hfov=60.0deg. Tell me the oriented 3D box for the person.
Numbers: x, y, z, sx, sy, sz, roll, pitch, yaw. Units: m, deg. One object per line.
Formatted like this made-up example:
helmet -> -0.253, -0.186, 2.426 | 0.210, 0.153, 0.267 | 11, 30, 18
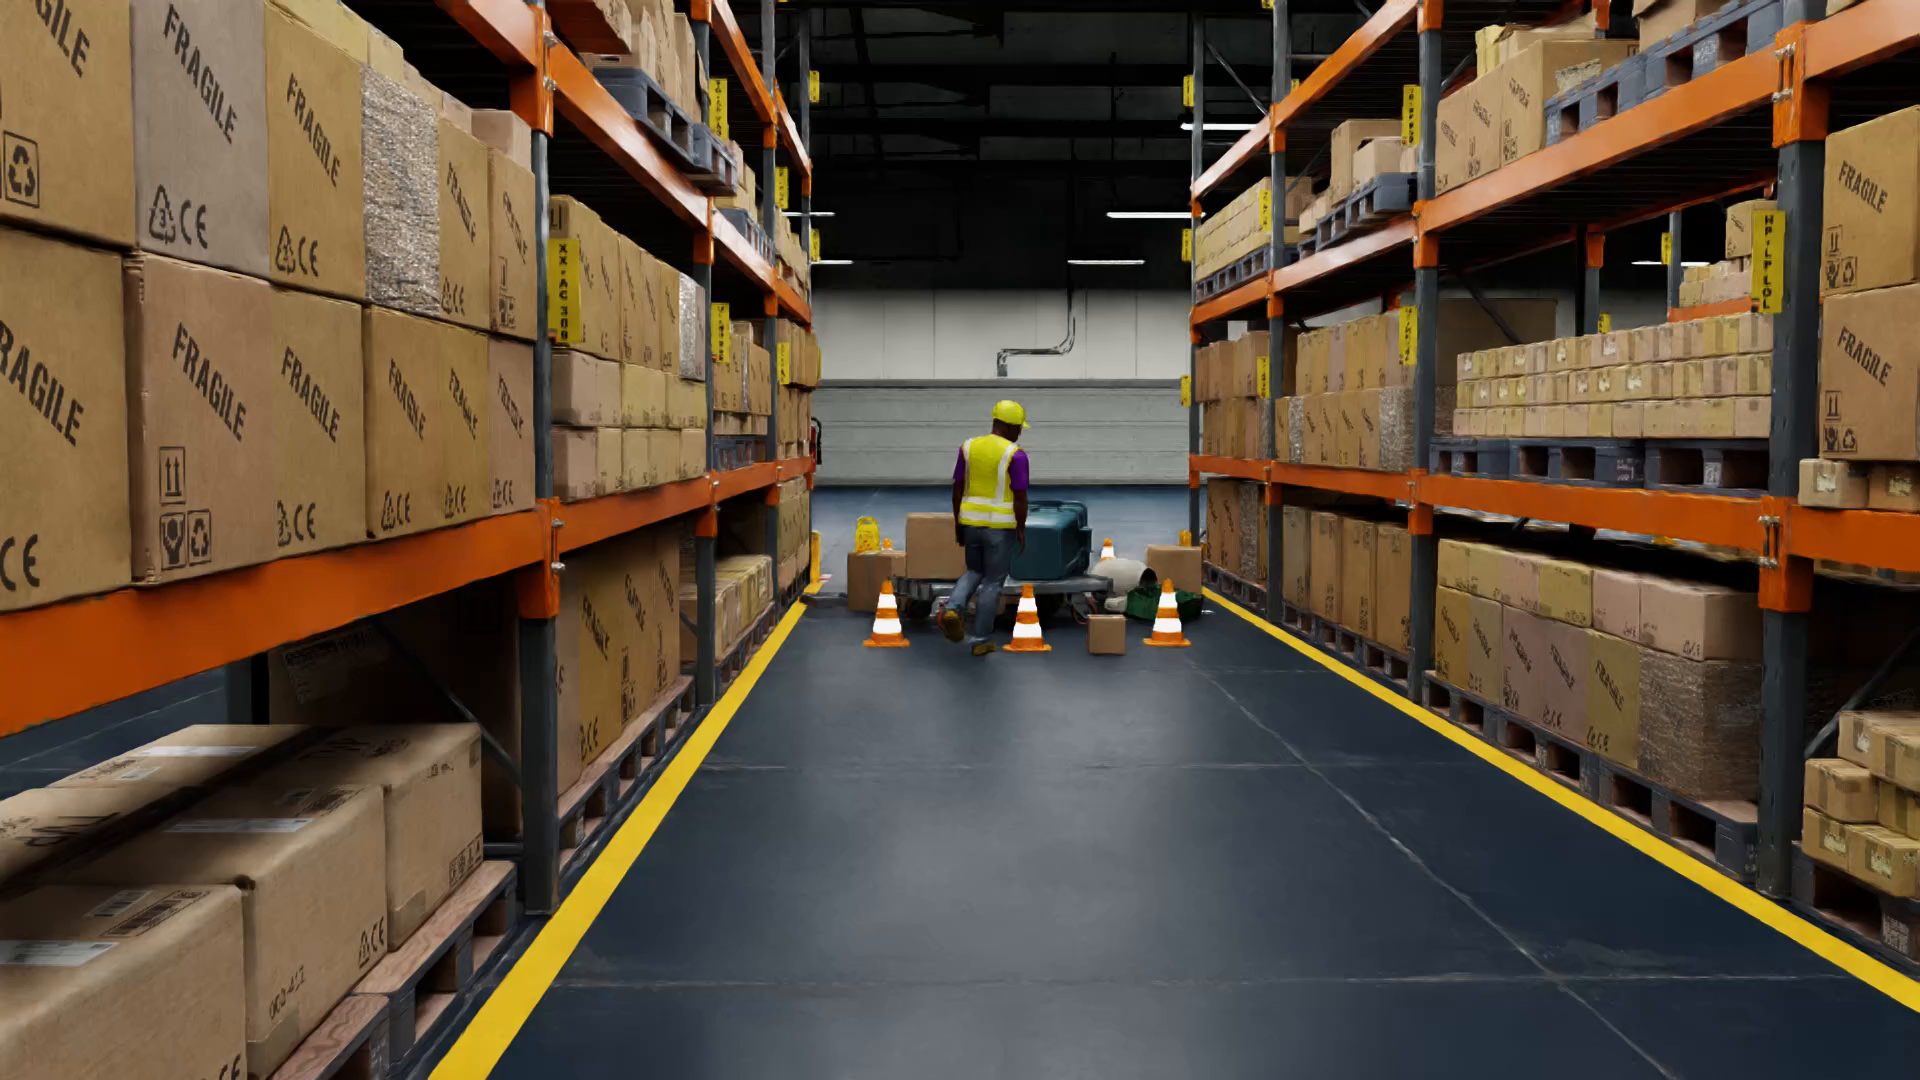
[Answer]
person -> 0.194, -0.084, 11.445 | 0.613, 1.752, 0.513 | 2, 4, 30
